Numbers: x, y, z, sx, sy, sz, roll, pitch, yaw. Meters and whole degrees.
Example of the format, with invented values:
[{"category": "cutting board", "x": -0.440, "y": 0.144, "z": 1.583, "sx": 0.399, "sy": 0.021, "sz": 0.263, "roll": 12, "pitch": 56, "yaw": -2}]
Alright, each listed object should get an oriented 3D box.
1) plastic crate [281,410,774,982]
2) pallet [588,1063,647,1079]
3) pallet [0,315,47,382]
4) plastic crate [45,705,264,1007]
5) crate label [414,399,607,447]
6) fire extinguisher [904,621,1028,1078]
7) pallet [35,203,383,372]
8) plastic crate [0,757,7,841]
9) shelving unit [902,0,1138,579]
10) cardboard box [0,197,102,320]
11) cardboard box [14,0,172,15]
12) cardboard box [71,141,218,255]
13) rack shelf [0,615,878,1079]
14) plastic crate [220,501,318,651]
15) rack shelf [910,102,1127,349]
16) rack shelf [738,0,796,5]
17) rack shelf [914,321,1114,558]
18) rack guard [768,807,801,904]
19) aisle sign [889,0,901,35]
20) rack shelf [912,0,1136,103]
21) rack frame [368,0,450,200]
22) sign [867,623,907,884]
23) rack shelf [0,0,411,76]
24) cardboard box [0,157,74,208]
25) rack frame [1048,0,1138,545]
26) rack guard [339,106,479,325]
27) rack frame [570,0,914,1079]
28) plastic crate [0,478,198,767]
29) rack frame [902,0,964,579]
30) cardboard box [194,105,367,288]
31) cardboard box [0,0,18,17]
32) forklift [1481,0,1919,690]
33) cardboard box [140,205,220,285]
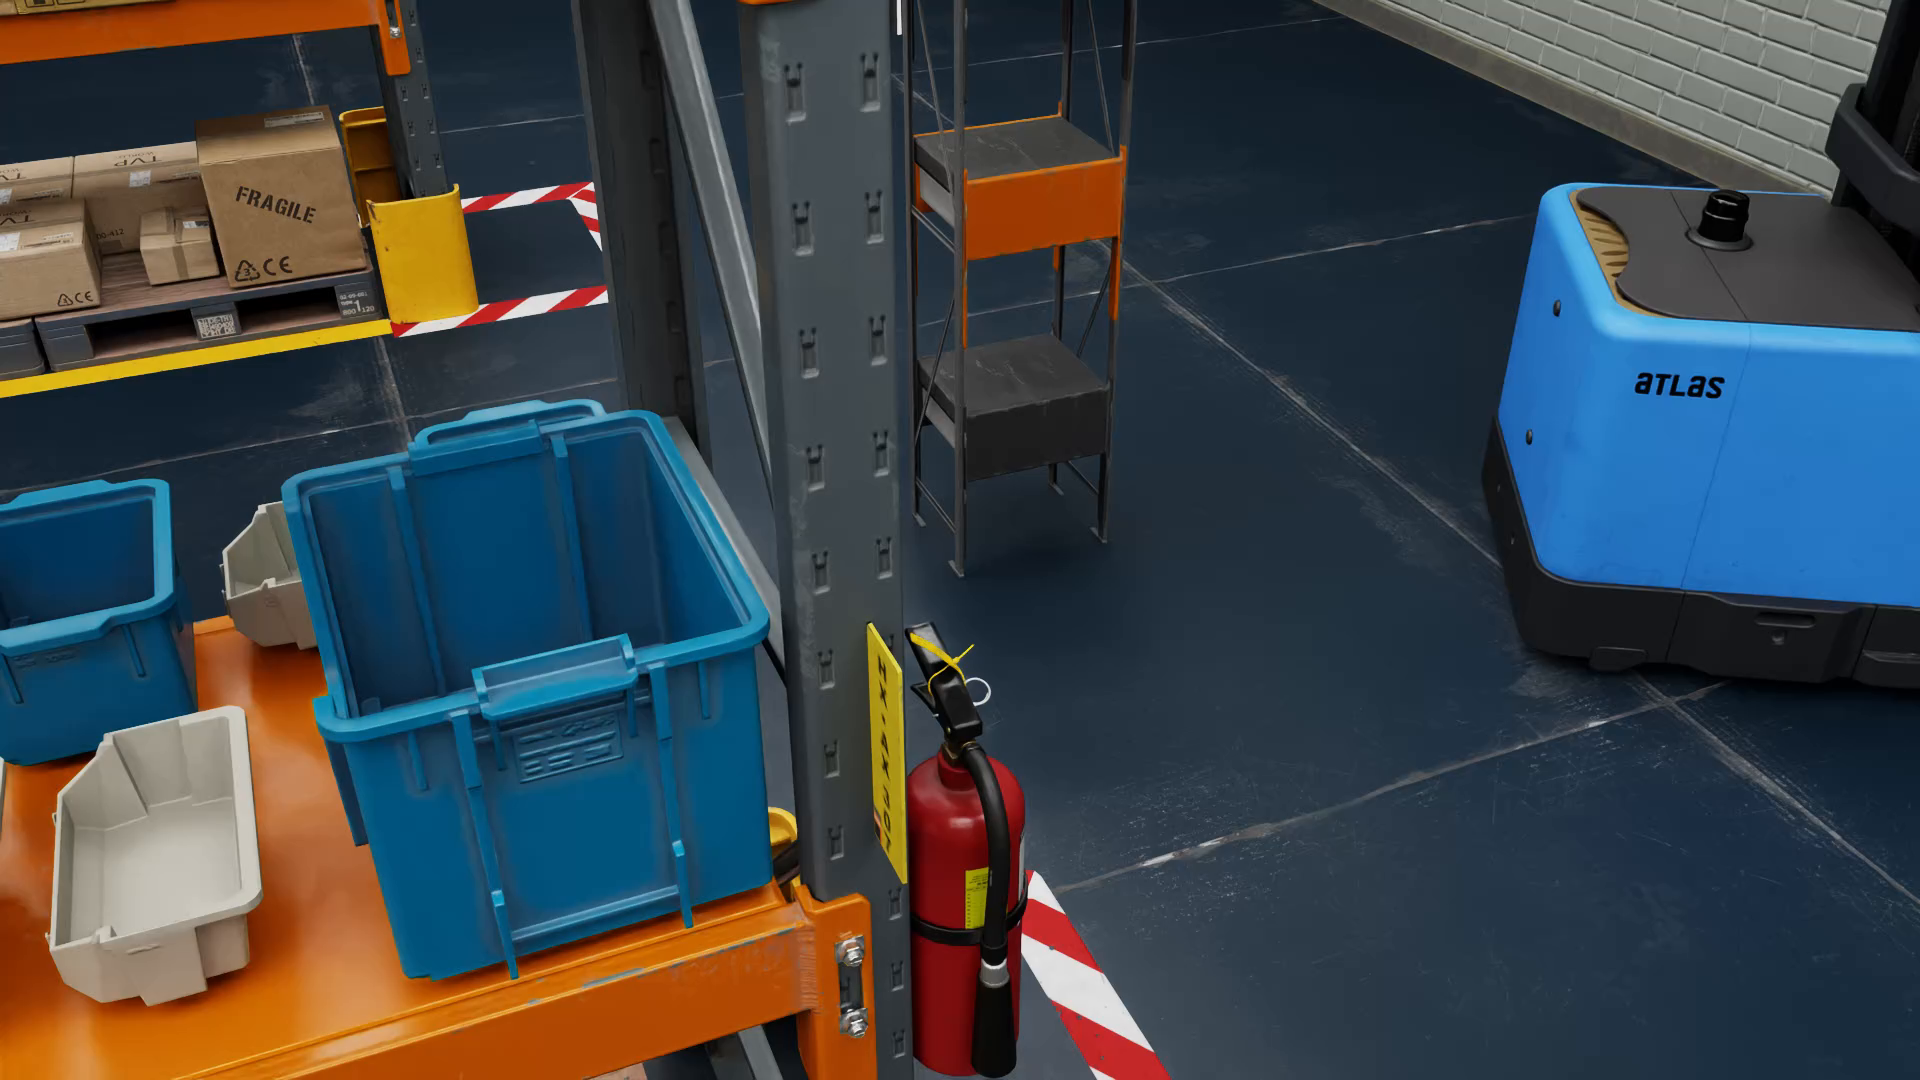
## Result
[{"category": "plastic crate", "x": -0.550, "y": 0.175, "z": 2.143, "sx": 0.499, "sy": 0.435, "sz": 0.616, "roll": -13, "pitch": 35, "yaw": -19}, {"category": "pallet", "x": -1.089, "y": 1.374, "z": 2.945, "sx": 1.213, "sy": 0.211, "sz": 1.003, "roll": -13, "pitch": 35, "yaw": -19}, {"category": "pallet", "x": -4.155, "y": -0.832, "z": 6.335, "sx": 1.213, "sy": 0.211, "sz": 1.003, "roll": -13, "pitch": 35, "yaw": -19}, {"category": "plastic crate", "x": -0.995, "y": 0.399, "z": 2.073, "sx": 0.243, "sy": 0.136, "sz": 0.396, "roll": -13, "pitch": 35, "yaw": -19}, {"category": "crate label", "x": -0.668, "y": -0.018, "z": 2.625, "sx": 0.303, "sy": 0.233, "sz": 0.416, "roll": -13, "pitch": 35, "yaw": -19}, {"category": "fire extinguisher", "x": 0.002, "y": 0.436, "z": 2.242, "sx": 0.183, "sy": 0.674, "sz": 0.296, "roll": -13, "pitch": 35, "yaw": -19}, {"category": "pallet", "x": -3.032, "y": -1.087, "z": 6.728, "sx": 1.213, "sy": 0.211, "sz": 1.003, "roll": -13, "pitch": 35, "yaw": -19}, {"category": "plastic crate", "x": -1.268, "y": 0.453, "z": 1.990, "sx": 0.243, "sy": 0.136, "sz": 0.396, "roll": -13, "pitch": 35, "yaw": -19}, {"category": "shelving unit", "x": 0.153, "y": -0.915, "z": 4.731, "sx": 0.503, "sy": 2.100, "sz": 0.431, "roll": -13, "pitch": 35, "yaw": -19}, {"category": "cardboard box", "x": -3.521, "y": -1.049, "z": 6.229, "sx": 0.500, "sy": 0.250, "sz": 0.500, "roll": -13, "pitch": 35, "yaw": -19}, {"category": "cardboard box", "x": -3.012, "y": -2.140, "z": 5.697, "sx": 0.500, "sy": 0.500, "sz": 0.500, "roll": -13, "pitch": 35, "yaw": -19}, {"category": "cardboard box", "x": -3.299, "y": -1.395, "z": 6.762, "sx": 0.500, "sy": 0.250, "sz": 0.500, "roll": -13, "pitch": 35, "yaw": -19}, {"category": "rack shelf", "x": -2.157, "y": 0.774, "z": 1.969, "sx": 4.000, "sy": 0.370, "sz": 1.077, "roll": -13, "pitch": 35, "yaw": -19}, {"category": "plastic crate", "x": -0.996, "y": 0.049, "z": 2.612, "sx": 0.298, "sy": 0.136, "sz": 0.250, "roll": -13, "pitch": 35, "yaw": -19}, {"category": "rack shelf", "x": 0.153, "y": -0.904, "z": 4.738, "sx": 0.480, "sy": 0.518, "sz": 0.431, "roll": -13, "pitch": 35, "yaw": -19}, {"category": "rack shelf", "x": -2.157, "y": -0.483, "z": 1.151, "sx": 4.000, "sy": 0.370, "sz": 1.077, "roll": -13, "pitch": 35, "yaw": -19}, {"category": "rack shelf", "x": 0.153, "y": -0.317, "z": 5.120, "sx": 0.480, "sy": 0.518, "sz": 0.431, "roll": -13, "pitch": 35, "yaw": -19}, {"category": "rack guard", "x": -0.296, "y": 1.087, "z": 3.121, "sx": 0.348, "sy": 0.500, "sz": 1.175, "roll": -13, "pitch": 35, "yaw": -19}, {"category": "aisle sign", "x": -0.133, "y": -0.907, "z": 1.510, "sx": 0.004, "sy": 0.787, "sz": 0.394, "roll": -13, "pitch": 35, "yaw": -19}, {"category": "rack shelf", "x": 0.153, "y": -1.490, "z": 4.357, "sx": 0.480, "sy": 0.518, "sz": 0.431, "roll": -13, "pitch": 35, "yaw": -19}, {"category": "rack frame", "x": -2.227, "y": -2.441, "z": 6.251, "sx": 0.127, "sy": 3.000, "sz": 1.000, "roll": -13, "pitch": 35, "yaw": -19}, {"category": "sign", "x": -0.085, "y": 0.255, "z": 1.957, "sx": 0.005, "sy": 0.325, "sz": 0.100, "roll": -13, "pitch": 35, "yaw": -19}, {"category": "rack shelf", "x": -4.071, "y": -1.717, "z": 5.798, "sx": 4.000, "sy": 0.370, "sz": 1.077, "roll": -13, "pitch": 35, "yaw": -19}, {"category": "cardboard box", "x": -3.760, "y": -1.290, "z": 6.599, "sx": 0.500, "sy": 0.250, "sz": 0.500, "roll": -13, "pitch": 35, "yaw": -19}, {"category": "rack frame", "x": 0.378, "y": -0.967, "z": 4.810, "sx": 0.015, "sy": 2.100, "sz": 0.400, "roll": -13, "pitch": 35, "yaw": -19}, {"category": "rack guard", "x": -2.297, "y": -1.377, "z": 6.908, "sx": 0.348, "sy": 0.500, "sz": 1.175, "roll": -13, "pitch": 35, "yaw": -19}, {"category": "rack frame", "x": -0.313, "y": 0.051, "z": 2.422, "sx": 0.127, "sy": 3.000, "sz": 1.000, "roll": -13, "pitch": 35, "yaw": -19}, {"category": "plastic crate", "x": -1.275, "y": 0.121, "z": 2.412, "sx": 0.300, "sy": 0.233, "sz": 0.416, "roll": -13, "pitch": 35, "yaw": -19}, {"category": "rack frame", "x": -0.072, "y": -0.864, "z": 4.652, "sx": 0.015, "sy": 2.100, "sz": 0.400, "roll": -13, "pitch": 35, "yaw": -19}, {"category": "cardboard box", "x": -2.633, "y": -1.339, "z": 6.446, "sx": 0.500, "sy": 0.500, "sz": 0.500, "roll": -13, "pitch": 35, "yaw": -19}, {"category": "cardboard box", "x": -3.474, "y": -2.038, "z": 5.540, "sx": 0.500, "sy": 0.500, "sz": 0.500, "roll": -13, "pitch": 35, "yaw": -19}, {"category": "forklift", "x": 3.142, "y": -1.026, "z": 4.140, "sx": 3.031, "sy": 2.935, "sz": 1.130, "roll": 4, "pitch": 33, "yaw": 7}, {"category": "cardboard box", "x": -3.042, "y": -1.159, "z": 6.475, "sx": 0.250, "sy": 0.166, "sz": 0.380, "roll": -13, "pitch": 35, "yaw": -19}]
